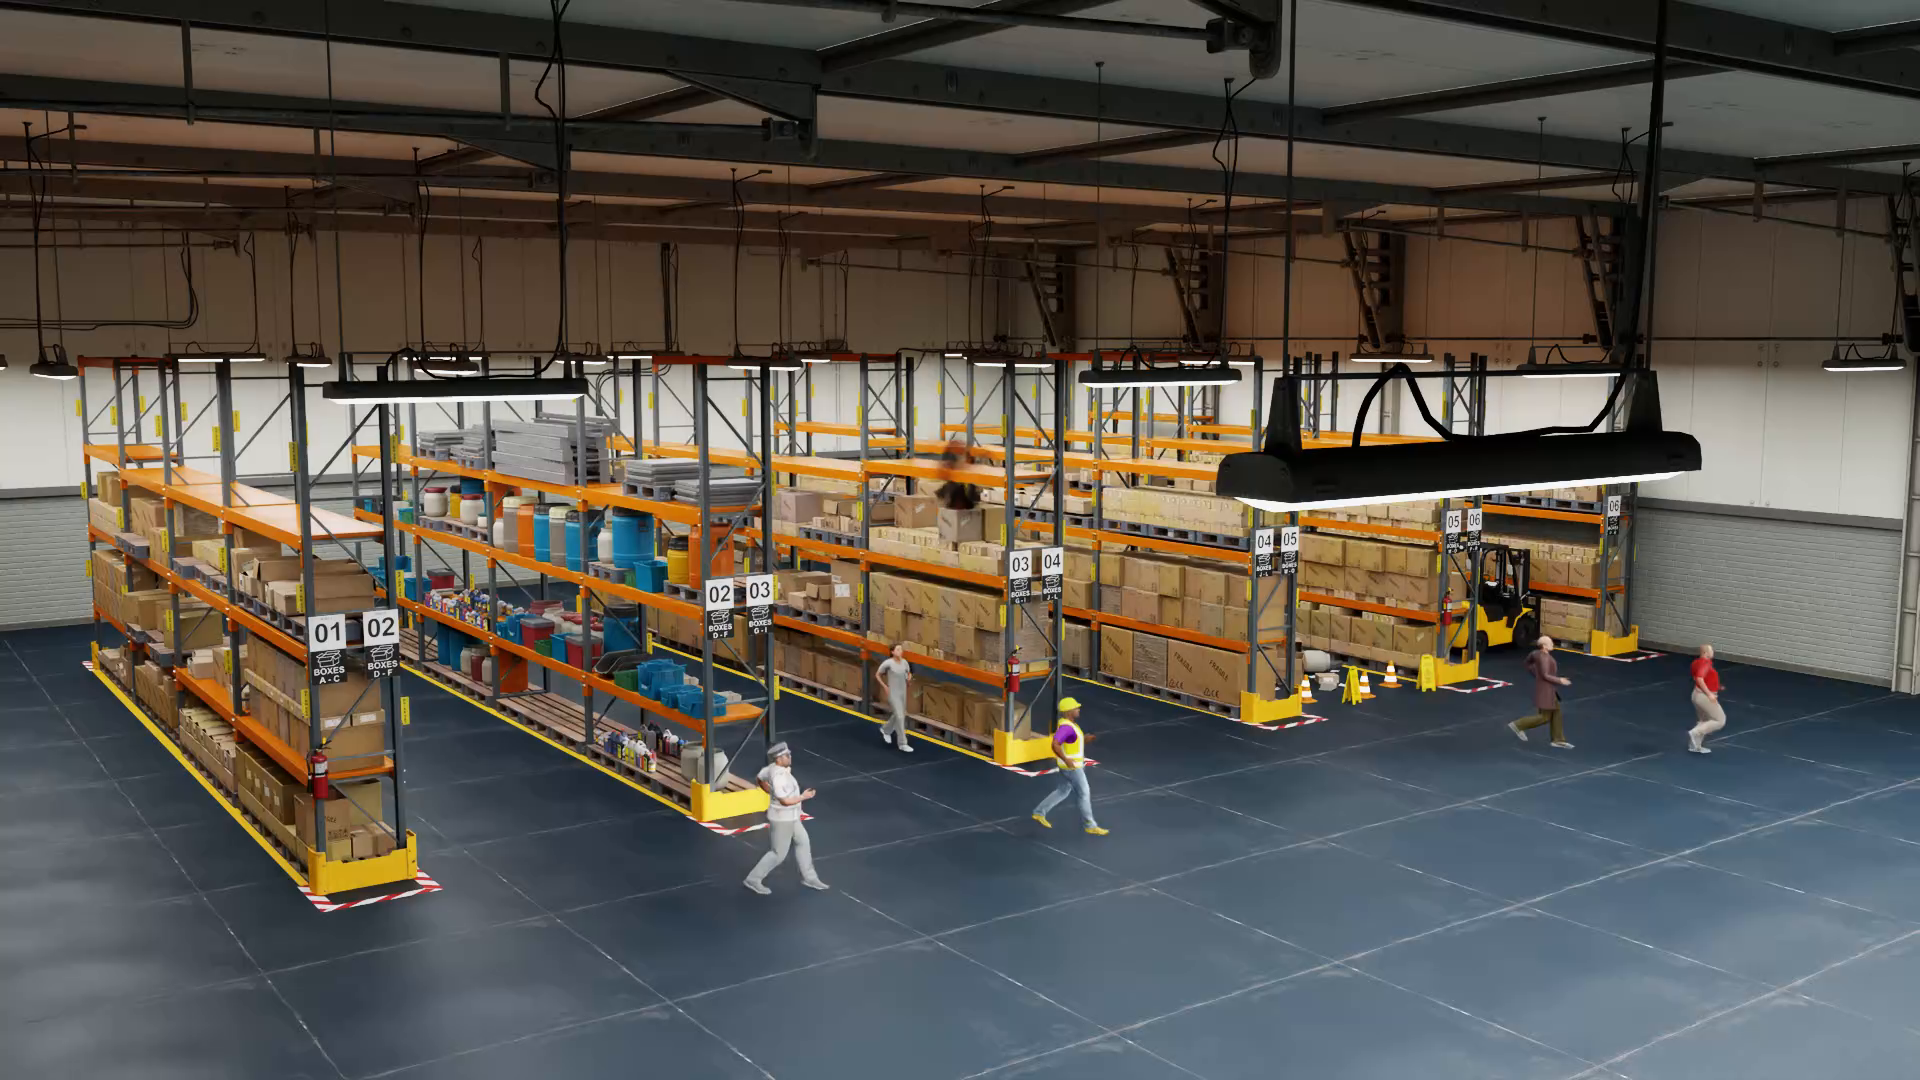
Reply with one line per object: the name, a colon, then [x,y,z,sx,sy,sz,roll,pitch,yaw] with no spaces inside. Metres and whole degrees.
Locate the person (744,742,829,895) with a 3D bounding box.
person: [-1.979,3.166,18.908,0.977,1.789,0.669,-1,7,-7]

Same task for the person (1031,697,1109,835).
person: [1.403,2.867,21.145,0.983,1.757,0.697,-1,7,-5]

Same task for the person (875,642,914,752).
person: [-0.984,2.387,25.642,0.580,1.659,0.845,-6,9,-41]

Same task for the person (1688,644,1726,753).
person: [11.408,2.425,25.390,0.591,1.682,0.658,0,7,4]

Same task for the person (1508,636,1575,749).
person: [9.010,2.357,25.690,1.021,1.773,0.722,1,7,10]
